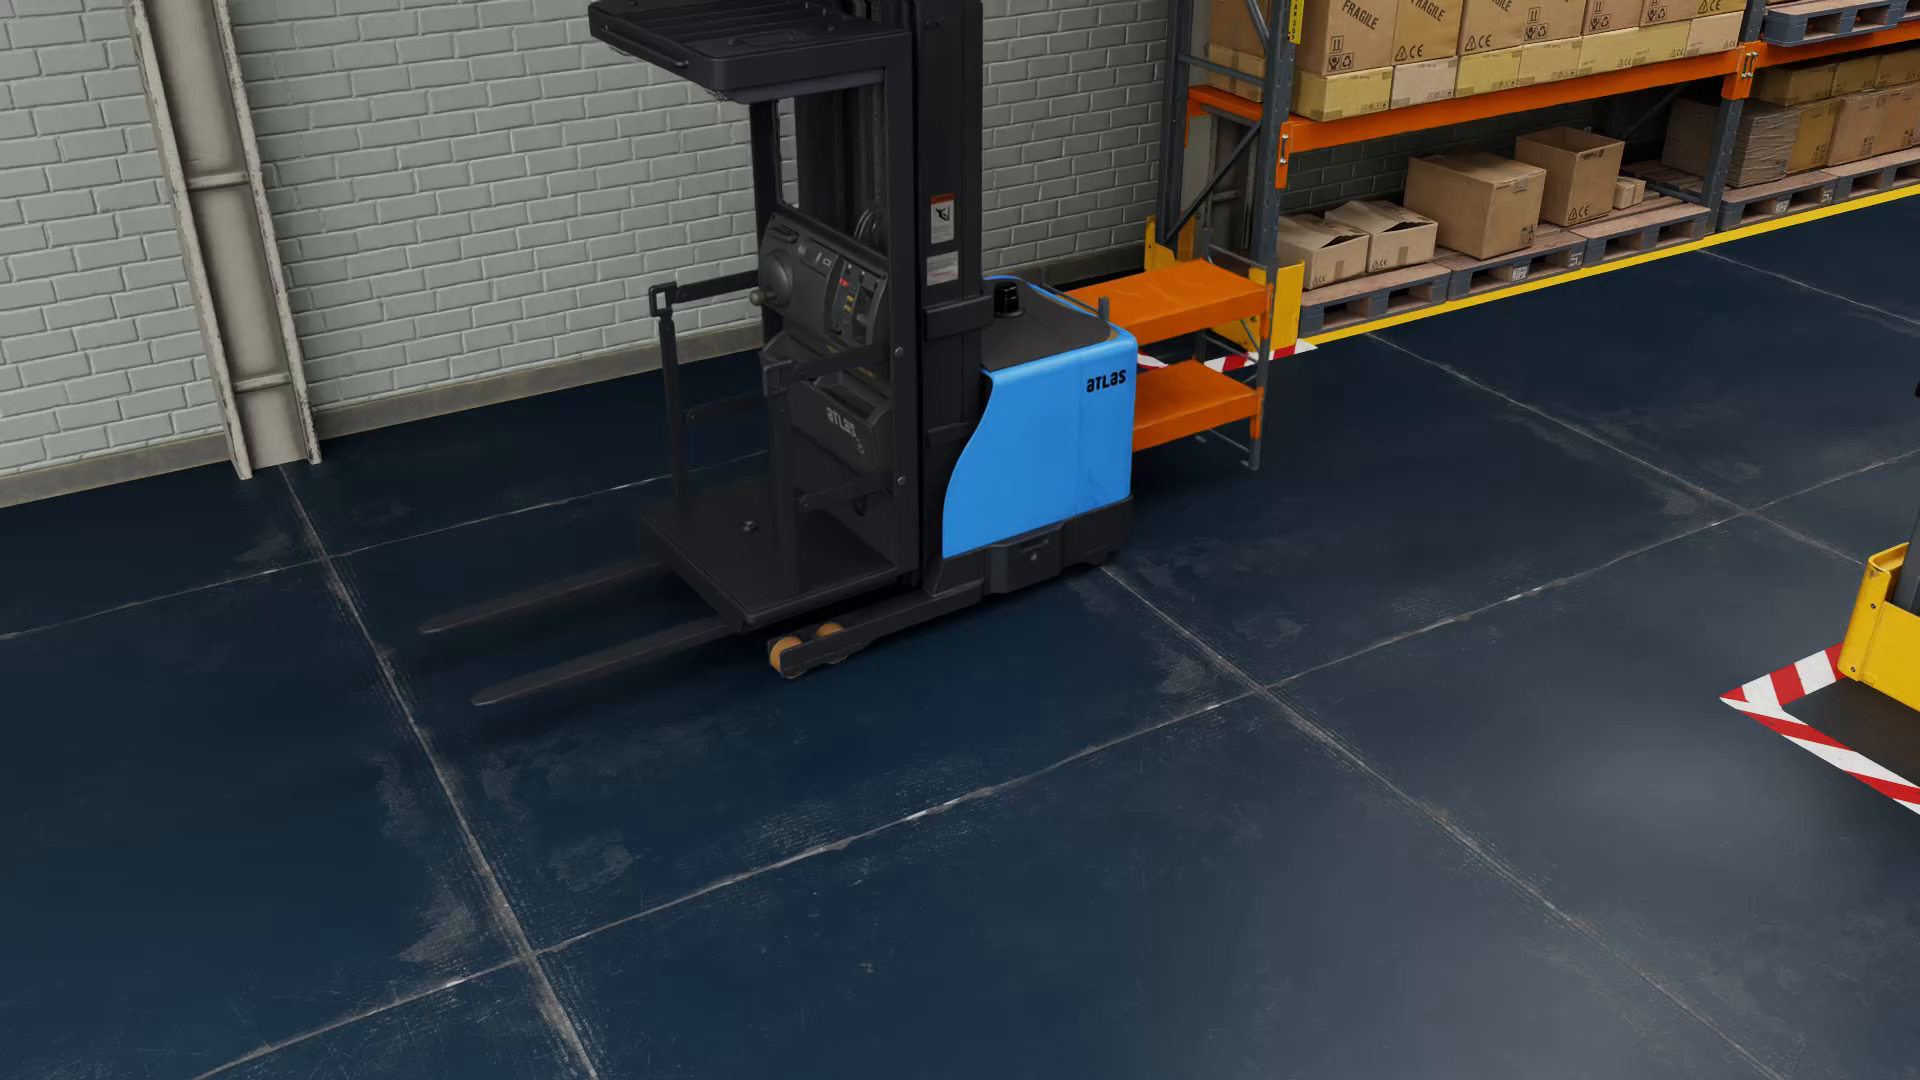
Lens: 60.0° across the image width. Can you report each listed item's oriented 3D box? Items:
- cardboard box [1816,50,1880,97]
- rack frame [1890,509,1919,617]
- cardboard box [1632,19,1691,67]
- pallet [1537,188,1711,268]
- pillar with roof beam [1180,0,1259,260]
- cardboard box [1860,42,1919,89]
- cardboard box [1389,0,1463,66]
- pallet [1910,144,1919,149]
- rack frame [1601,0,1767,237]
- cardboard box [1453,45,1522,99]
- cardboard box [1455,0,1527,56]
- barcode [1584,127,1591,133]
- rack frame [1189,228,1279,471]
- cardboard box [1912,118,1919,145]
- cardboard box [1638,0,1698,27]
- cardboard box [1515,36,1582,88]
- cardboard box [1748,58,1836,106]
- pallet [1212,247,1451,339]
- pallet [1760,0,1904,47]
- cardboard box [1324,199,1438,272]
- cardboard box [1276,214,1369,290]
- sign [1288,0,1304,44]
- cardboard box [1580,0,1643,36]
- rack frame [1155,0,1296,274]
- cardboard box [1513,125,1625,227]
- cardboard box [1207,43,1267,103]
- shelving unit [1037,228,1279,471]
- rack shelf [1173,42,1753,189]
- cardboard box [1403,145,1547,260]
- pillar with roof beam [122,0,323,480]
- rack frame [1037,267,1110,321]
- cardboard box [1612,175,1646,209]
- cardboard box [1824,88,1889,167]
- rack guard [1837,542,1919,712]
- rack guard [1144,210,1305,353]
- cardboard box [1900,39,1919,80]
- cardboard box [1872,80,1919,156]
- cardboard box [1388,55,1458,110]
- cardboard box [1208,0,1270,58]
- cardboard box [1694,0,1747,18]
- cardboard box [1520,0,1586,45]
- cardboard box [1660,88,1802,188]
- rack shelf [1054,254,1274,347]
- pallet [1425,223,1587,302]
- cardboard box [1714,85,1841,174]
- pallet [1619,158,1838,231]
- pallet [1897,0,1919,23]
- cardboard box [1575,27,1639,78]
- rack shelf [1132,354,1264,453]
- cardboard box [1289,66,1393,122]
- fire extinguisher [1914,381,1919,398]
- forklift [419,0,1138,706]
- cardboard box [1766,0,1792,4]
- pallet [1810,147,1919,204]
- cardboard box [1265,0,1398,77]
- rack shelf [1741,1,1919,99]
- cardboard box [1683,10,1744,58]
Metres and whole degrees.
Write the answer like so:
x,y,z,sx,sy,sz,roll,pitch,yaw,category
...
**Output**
x,y,z,sx,sy,sz,roll,pitch,yaw,category
6.414,-3.493,12.331,0.500,0.250,0.500,-17,33,-28,cardboard box
4.027,-0.599,5.732,0.127,3.000,1.000,-16,33,-26,rack frame
4.274,-3.224,10.621,0.500,0.250,0.500,-16,33,-26,cardboard box
4.402,-2.241,11.593,1.213,0.211,1.003,-16,33,-26,pallet
3.860,-4.027,5.734,0.400,9.000,9.100,-16,33,-26,pillar with roof beam
6.853,-3.608,12.538,0.500,0.250,0.500,-16,33,-27,cardboard box
2.509,-3.042,9.516,0.500,0.500,0.500,-16,33,-26,cardboard box
7.737,-3.209,13.346,1.213,0.211,1.003,-16,33,-26,pallet
4.963,-3.641,11.244,0.127,3.000,1.000,-16,33,-26,rack frame
2.978,-2.848,9.940,0.500,0.250,0.500,-16,33,-27,cardboard box
2.958,-3.166,9.741,0.500,0.500,0.500,-17,33,-28,cardboard box
4.376,-2.847,11.606,0.075,0.075,0.001,-16,33,-26,barcode
1.356,-0.946,8.300,0.032,1.125,0.500,-18,34,-29,rack frame
7.314,-3.443,13.016,0.500,0.500,0.700,-16,33,-26,cardboard box
4.285,-3.544,10.425,0.500,0.500,0.500,-16,33,-27,cardboard box
3.415,-2.971,10.163,0.500,0.250,0.500,-16,32,-26,cardboard box
5.967,-3.364,12.097,0.500,0.250,0.500,-17,33,-27,cardboard box
2.298,-1.644,10.511,1.213,0.211,1.003,-16,33,-26,pallet
5.696,-3.684,11.519,1.213,0.211,1.003,-16,33,-26,pallet
2.648,-1.949,10.505,0.500,0.311,0.500,-13,31,-22,cardboard box
2.156,-1.809,10.252,0.500,0.311,0.500,-20,35,-32,cardboard box
1.789,-2.815,8.851,0.005,0.325,0.100,-16,33,-26,sign
3.845,-3.425,10.210,0.500,0.500,0.500,-17,33,-28,cardboard box
1.514,-2.662,9.469,0.127,3.000,1.000,-16,33,-26,rack frame
4.088,-2.469,11.251,0.500,0.500,0.500,-19,34,-30,cardboard box
1.819,-2.800,9.855,0.500,0.250,0.500,-15,32,-26,cardboard box
0.934,-0.809,8.051,1.048,1.125,0.538,-18,34,-29,shelving unit
3.239,-2.837,10.530,4.000,0.370,1.077,-16,33,-26,rack shelf
3.306,-2.191,10.747,0.500,0.500,0.700,-18,34,-29,cardboard box
-1.313,-2.558,3.072,0.400,9.000,9.100,-16,33,-26,pillar with roof beam
0.512,-0.672,7.803,0.032,1.125,0.500,-18,34,-29,rack frame
4.517,-2.450,11.562,0.250,0.166,0.380,-21,35,-33,cardboard box
6.470,-3.182,12.543,0.500,0.500,0.700,-15,32,-26,cardboard box
4.006,0.501,6.325,0.348,0.500,1.175,-16,33,-26,rack guard
1.580,-1.586,10.107,0.348,0.500,1.175,-16,33,-26,rack guard
7.294,-3.736,12.770,0.500,0.250,0.500,-15,32,-25,cardboard box
6.900,-3.310,12.774,0.500,0.500,0.700,-16,33,-27,cardboard box
2.536,-2.725,9.719,0.500,0.250,0.500,-17,33,-28,cardboard box
1.813,-3.138,9.689,0.500,0.500,0.500,-16,33,-27,cardboard box
4.712,-3.668,10.651,0.500,0.500,0.500,-16,33,-26,cardboard box
3.397,-3.297,9.979,0.500,0.500,0.500,-15,32,-25,cardboard box
5.589,-2.927,12.080,0.500,0.500,0.700,-15,32,-25,cardboard box
0.934,-1.065,7.910,1.000,0.278,0.538,-18,34,-29,rack shelf
3.349,-1.941,11.048,1.213,0.211,1.003,-16,33,-26,pallet
6.009,-3.074,12.347,0.500,0.500,0.700,-17,33,-27,cardboard box
5.633,-2.612,12.264,1.213,0.211,1.003,-16,33,-26,pallet
6.726,-4.035,12.155,1.213,0.211,1.003,-16,33,-26,pallet
3.848,-3.094,10.387,0.500,0.250,0.500,-16,33,-27,cardboard box
0.934,-0.595,8.170,1.000,0.278,0.538,-18,34,-29,rack shelf
2.096,-2.592,9.478,0.500,0.250,0.500,-17,33,-28,cardboard box
3.690,-0.730,6.049,0.183,0.674,0.296,-16,33,-26,fire extinguisher
-0.727,-1.015,6.555,3.031,2.935,1.130,-18,34,-29,forklift
5.419,-3.988,11.313,0.500,0.500,0.700,-16,33,-26,cardboard box
6.686,-2.912,12.809,1.213,0.211,1.003,-16,33,-26,pallet
2.078,-2.925,9.305,0.500,0.500,0.500,-16,33,-26,cardboard box
6.687,-3.816,12.305,4.000,0.370,1.077,-16,33,-26,rack shelf
4.708,-3.342,10.836,0.500,0.250,0.500,-16,33,-26,cardboard box
